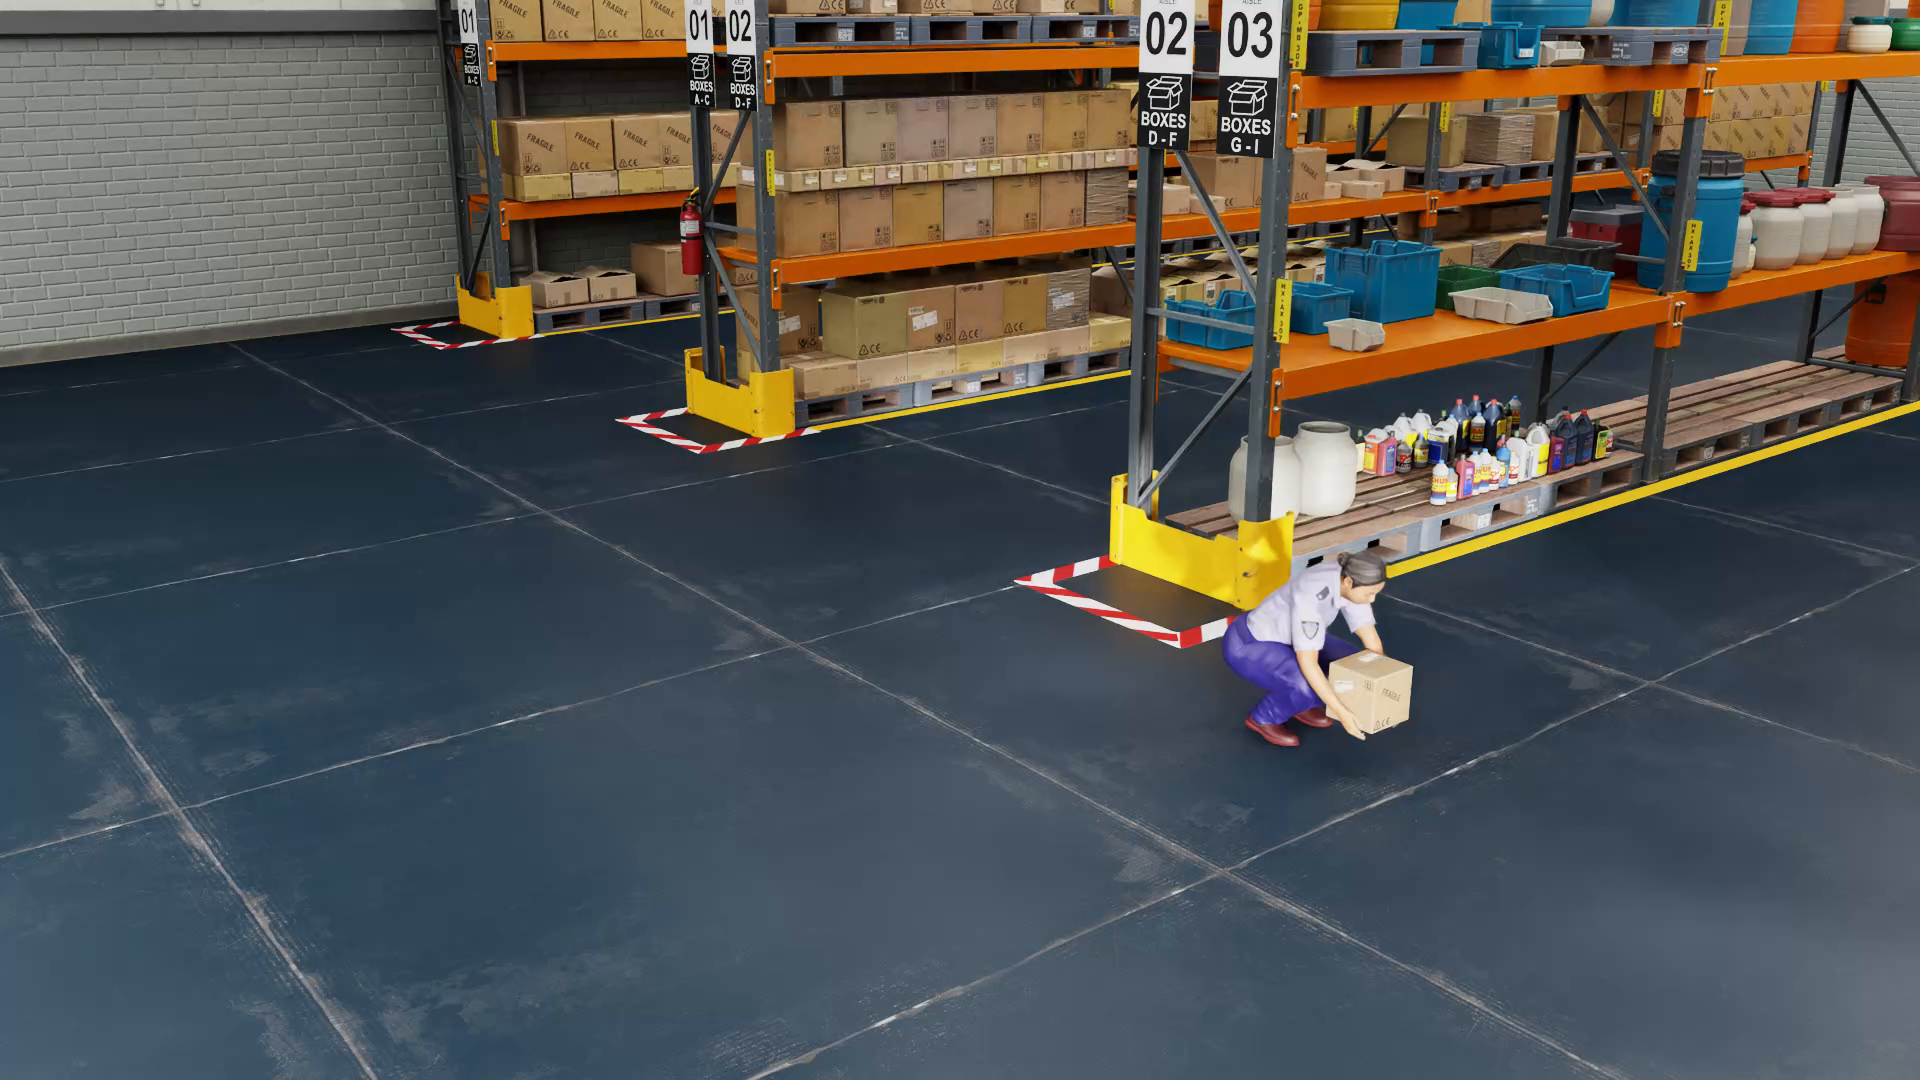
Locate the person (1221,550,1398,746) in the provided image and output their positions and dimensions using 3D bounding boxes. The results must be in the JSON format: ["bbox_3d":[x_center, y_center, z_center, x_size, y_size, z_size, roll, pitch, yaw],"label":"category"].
[{"bbox_3d":[1.569,0.452,7.391,0.525,0.915,0.823,-14,22,-36],"label":"person"}]
